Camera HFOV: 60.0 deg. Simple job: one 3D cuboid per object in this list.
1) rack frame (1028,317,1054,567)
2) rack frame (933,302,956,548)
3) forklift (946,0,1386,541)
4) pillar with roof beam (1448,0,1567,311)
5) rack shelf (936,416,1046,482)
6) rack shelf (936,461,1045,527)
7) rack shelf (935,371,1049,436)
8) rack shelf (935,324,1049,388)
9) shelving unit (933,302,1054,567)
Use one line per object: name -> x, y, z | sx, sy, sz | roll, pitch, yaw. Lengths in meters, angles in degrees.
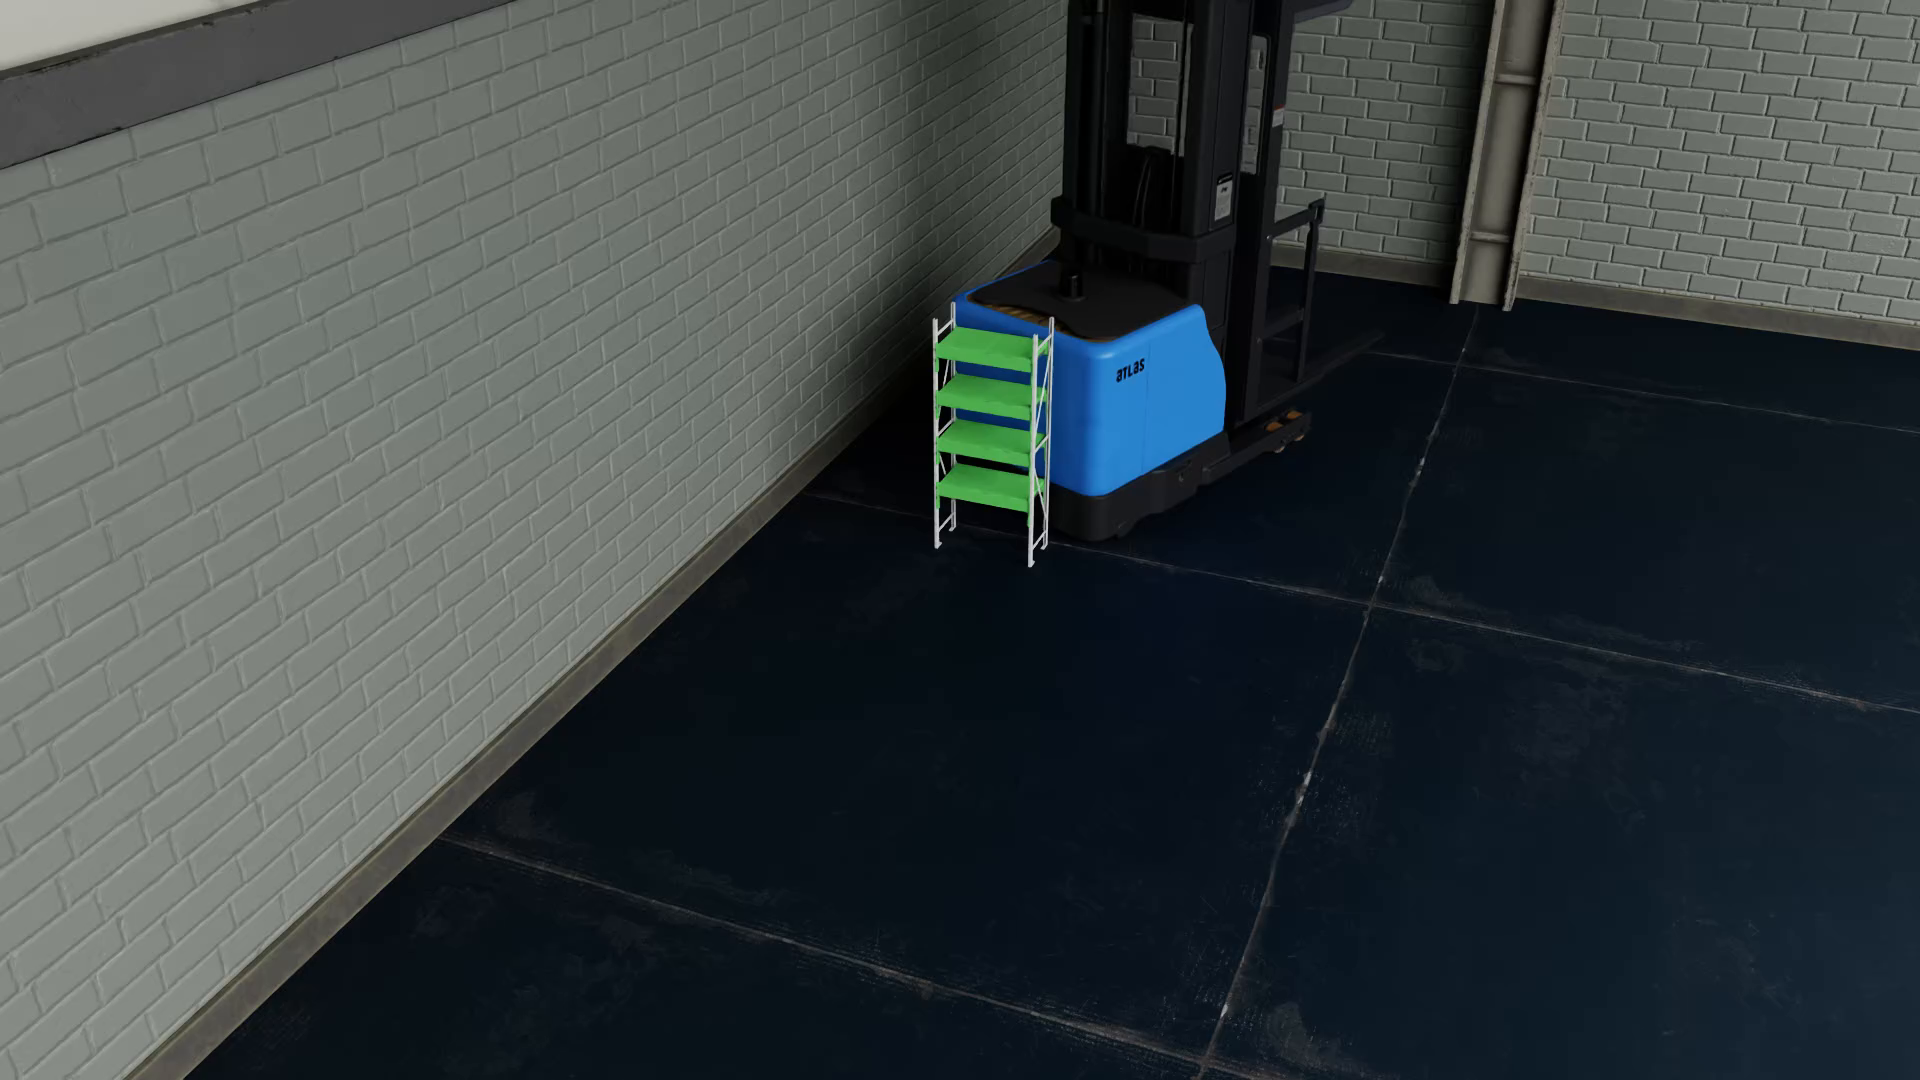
rack frame -> 0.379, -0.447, 7.821 | 0.015, 1.200, 0.240 | 11, 31, 19
rack frame -> -0.073, -0.537, 7.980 | 0.015, 1.200, 0.240 | 11, 31, 19
forklift -> 1.298, -1.906, 8.643 | 1.130, 2.935, 3.031 | 25, 38, 36
pillar with roof beam -> 1.864, -3.561, 5.404 | 0.400, 9.000, 9.100 | 11, 31, 19
rack shelf -> 0.153, -0.436, 7.932 | 0.480, 0.148, 0.258 | 11, 31, 19
rack shelf -> 0.153, -0.227, 8.050 | 0.480, 0.148, 0.258 | 11, 31, 19
rack shelf -> 0.153, -0.645, 7.814 | 0.480, 0.148, 0.258 | 11, 31, 19
rack shelf -> 0.153, -0.854, 7.696 | 0.480, 0.148, 0.258 | 11, 31, 19
shelving unit -> 0.153, -0.492, 7.901 | 0.503, 1.200, 0.258 | 11, 31, 19
